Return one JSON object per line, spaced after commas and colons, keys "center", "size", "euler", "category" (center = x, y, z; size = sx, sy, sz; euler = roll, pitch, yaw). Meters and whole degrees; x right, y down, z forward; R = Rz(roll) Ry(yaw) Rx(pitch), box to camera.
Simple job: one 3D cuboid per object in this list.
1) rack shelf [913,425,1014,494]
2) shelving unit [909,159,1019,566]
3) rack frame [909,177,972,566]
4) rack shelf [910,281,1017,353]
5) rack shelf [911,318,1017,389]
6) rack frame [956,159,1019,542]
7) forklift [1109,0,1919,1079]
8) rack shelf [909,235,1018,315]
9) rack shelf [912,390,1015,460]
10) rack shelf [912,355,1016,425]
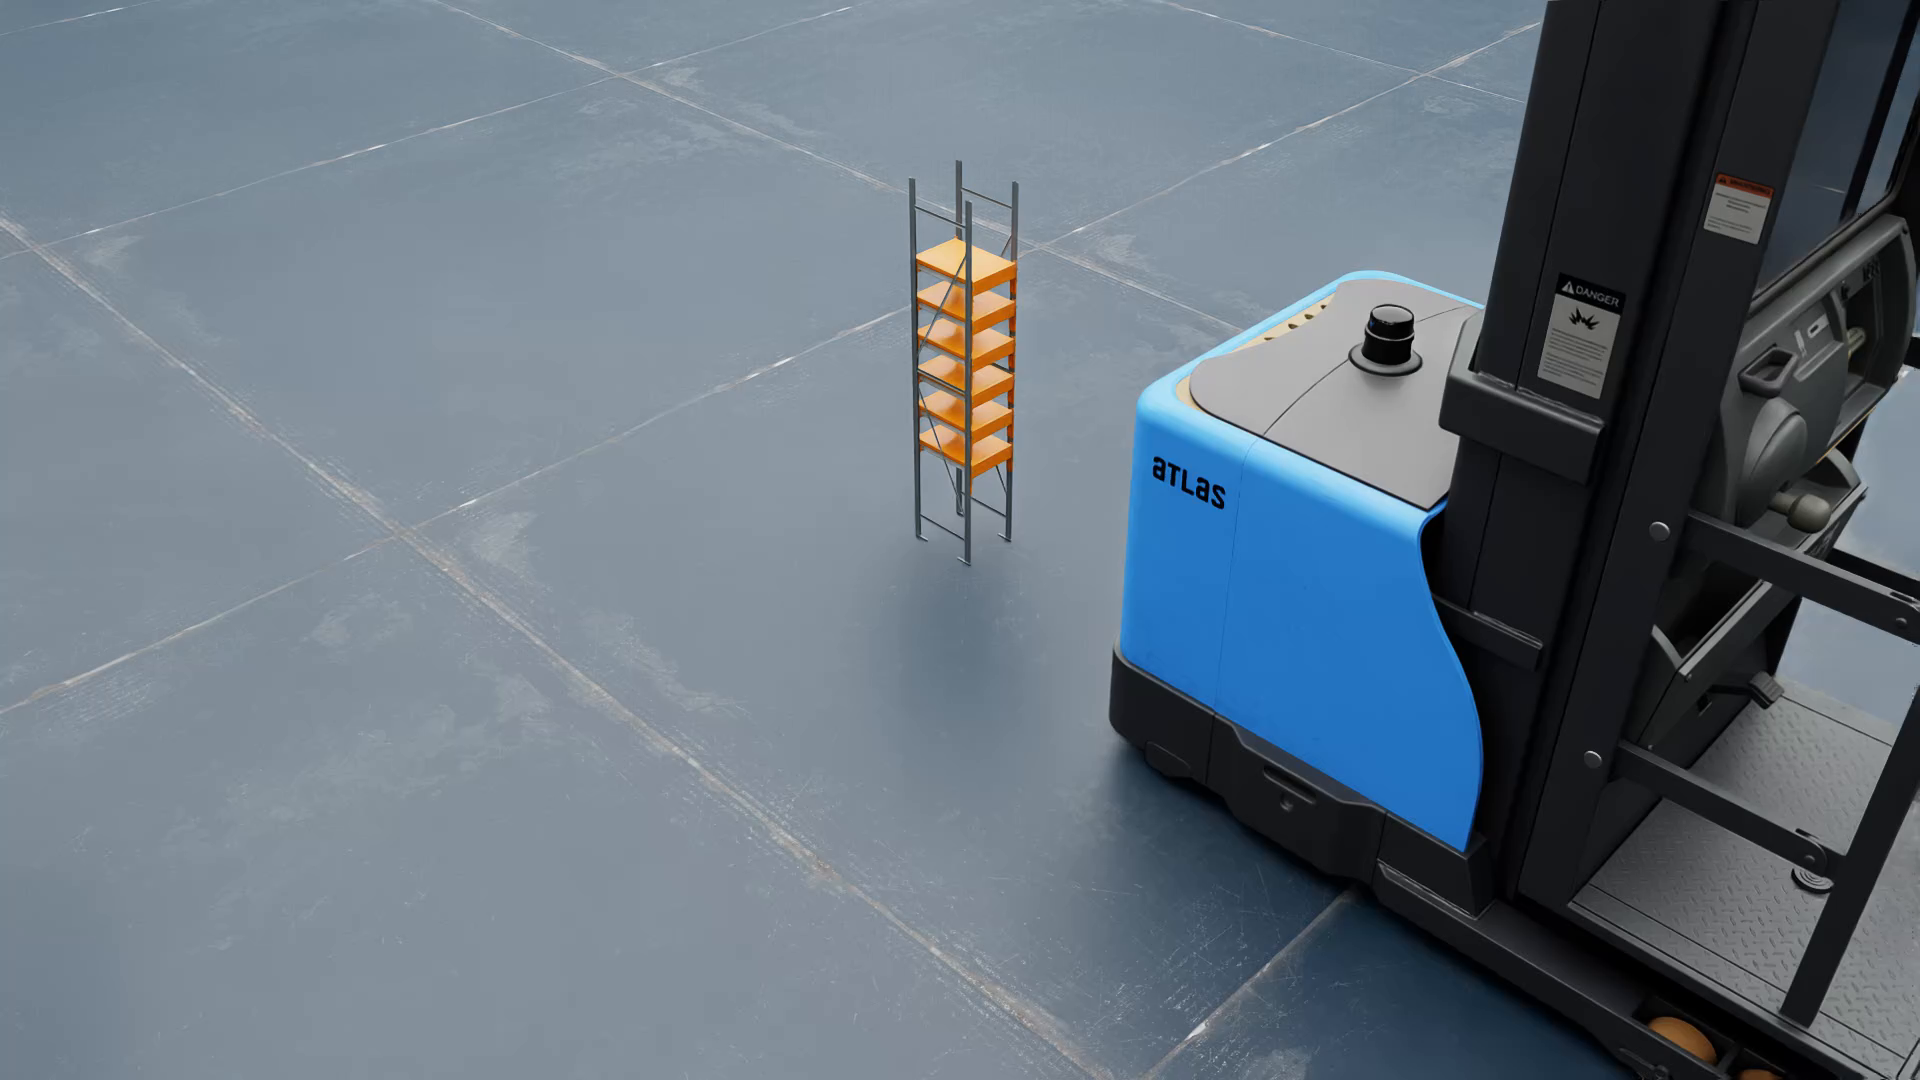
{"center": [0.010, -0.265, 5.078], "size": [0.258, 0.103, 0.180], "euler": [30, 45, 35], "category": "rack shelf"}
{"center": [0.010, -0.498, 4.915], "size": [0.258, 1.200, 0.189], "euler": [30, 45, 35], "category": "shelving unit"}
{"center": [-0.054, -0.461, 4.862], "size": [0.240, 1.200, 0.006], "euler": [30, 45, 35], "category": "rack frame"}
{"center": [0.010, -0.658, 4.803], "size": [0.258, 0.103, 0.180], "euler": [30, 45, 35], "category": "rack shelf"}
{"center": [0.010, -0.560, 4.872], "size": [0.258, 0.103, 0.180], "euler": [30, 45, 35], "category": "rack shelf"}
{"center": [0.075, -0.535, 4.968], "size": [0.240, 1.200, 0.006], "euler": [30, 45, 35], "category": "rack frame"}
{"center": [1.804, -0.277, 3.085], "size": [3.031, 2.935, 1.130], "euler": [29, 44, 35], "category": "forklift"}
{"center": [0.010, -0.757, 4.735], "size": [0.258, 0.103, 0.180], "euler": [30, 45, 35], "category": "rack shelf"}
{"center": [0.010, -0.363, 5.009], "size": [0.258, 0.103, 0.180], "euler": [30, 45, 35], "category": "rack shelf"}
{"center": [0.010, -0.462, 4.941], "size": [0.258, 0.103, 0.180], "euler": [30, 45, 35], "category": "rack shelf"}
